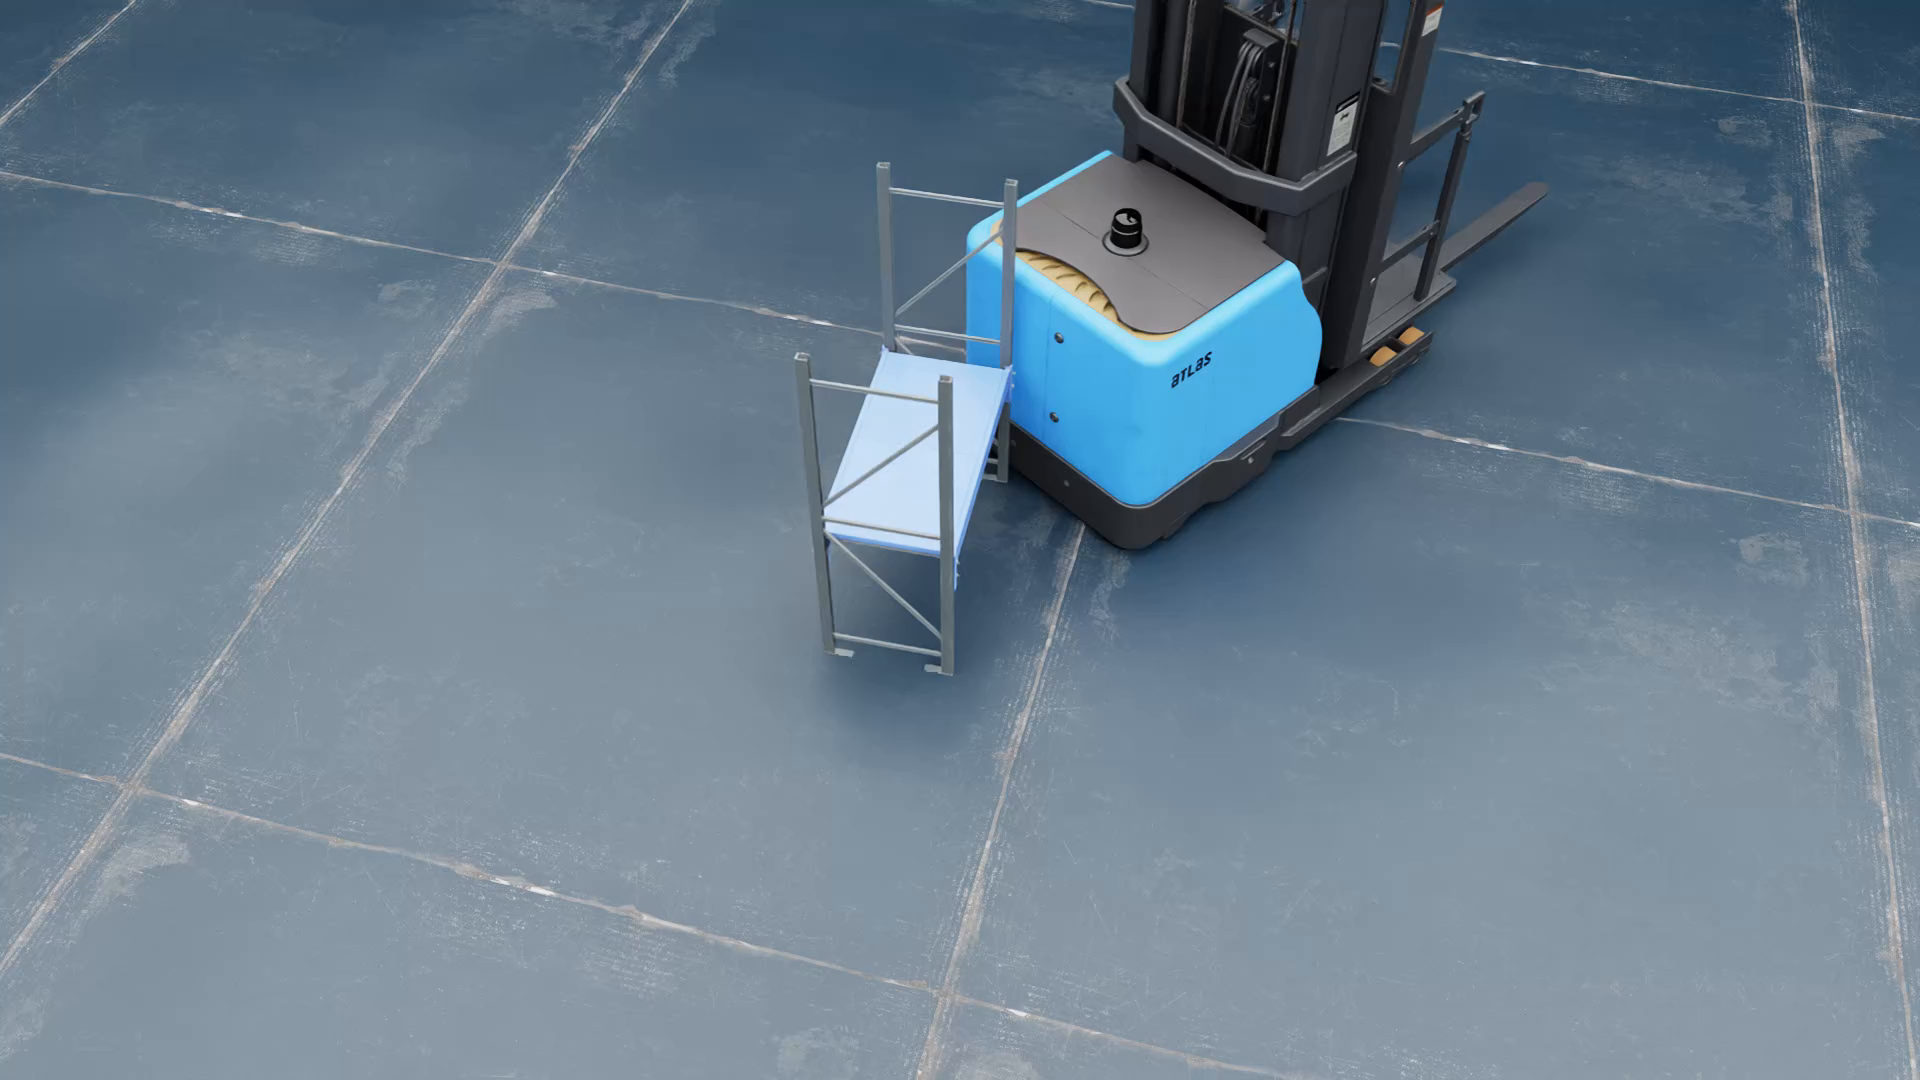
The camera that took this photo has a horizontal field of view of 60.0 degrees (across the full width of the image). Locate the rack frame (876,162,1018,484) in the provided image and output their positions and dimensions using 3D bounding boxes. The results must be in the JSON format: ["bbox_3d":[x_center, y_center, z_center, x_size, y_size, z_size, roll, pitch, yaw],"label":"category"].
[{"bbox_3d":[-0.046,-0.781,6.358,0.500,1.500,0.032,10,49,8],"label":"rack frame"}]

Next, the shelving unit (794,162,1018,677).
[{"bbox_3d":[-0.157,-0.409,6.030,0.538,1.500,1.048,10,49,8],"label":"shelving unit"}]

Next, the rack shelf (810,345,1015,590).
[{"bbox_3d":[-0.157,-0.290,6.164,0.538,0.185,1.000,10,49,8],"label":"rack shelf"}]

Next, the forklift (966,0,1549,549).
[{"bbox_3d":[1.438,-1.907,6.397,3.031,2.935,1.130,-34,57,-26],"label":"forklift"}]

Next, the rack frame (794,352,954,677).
[{"bbox_3d":[-0.268,-0.037,5.701,0.500,1.500,0.032,10,49,8],"label":"rack frame"}]
